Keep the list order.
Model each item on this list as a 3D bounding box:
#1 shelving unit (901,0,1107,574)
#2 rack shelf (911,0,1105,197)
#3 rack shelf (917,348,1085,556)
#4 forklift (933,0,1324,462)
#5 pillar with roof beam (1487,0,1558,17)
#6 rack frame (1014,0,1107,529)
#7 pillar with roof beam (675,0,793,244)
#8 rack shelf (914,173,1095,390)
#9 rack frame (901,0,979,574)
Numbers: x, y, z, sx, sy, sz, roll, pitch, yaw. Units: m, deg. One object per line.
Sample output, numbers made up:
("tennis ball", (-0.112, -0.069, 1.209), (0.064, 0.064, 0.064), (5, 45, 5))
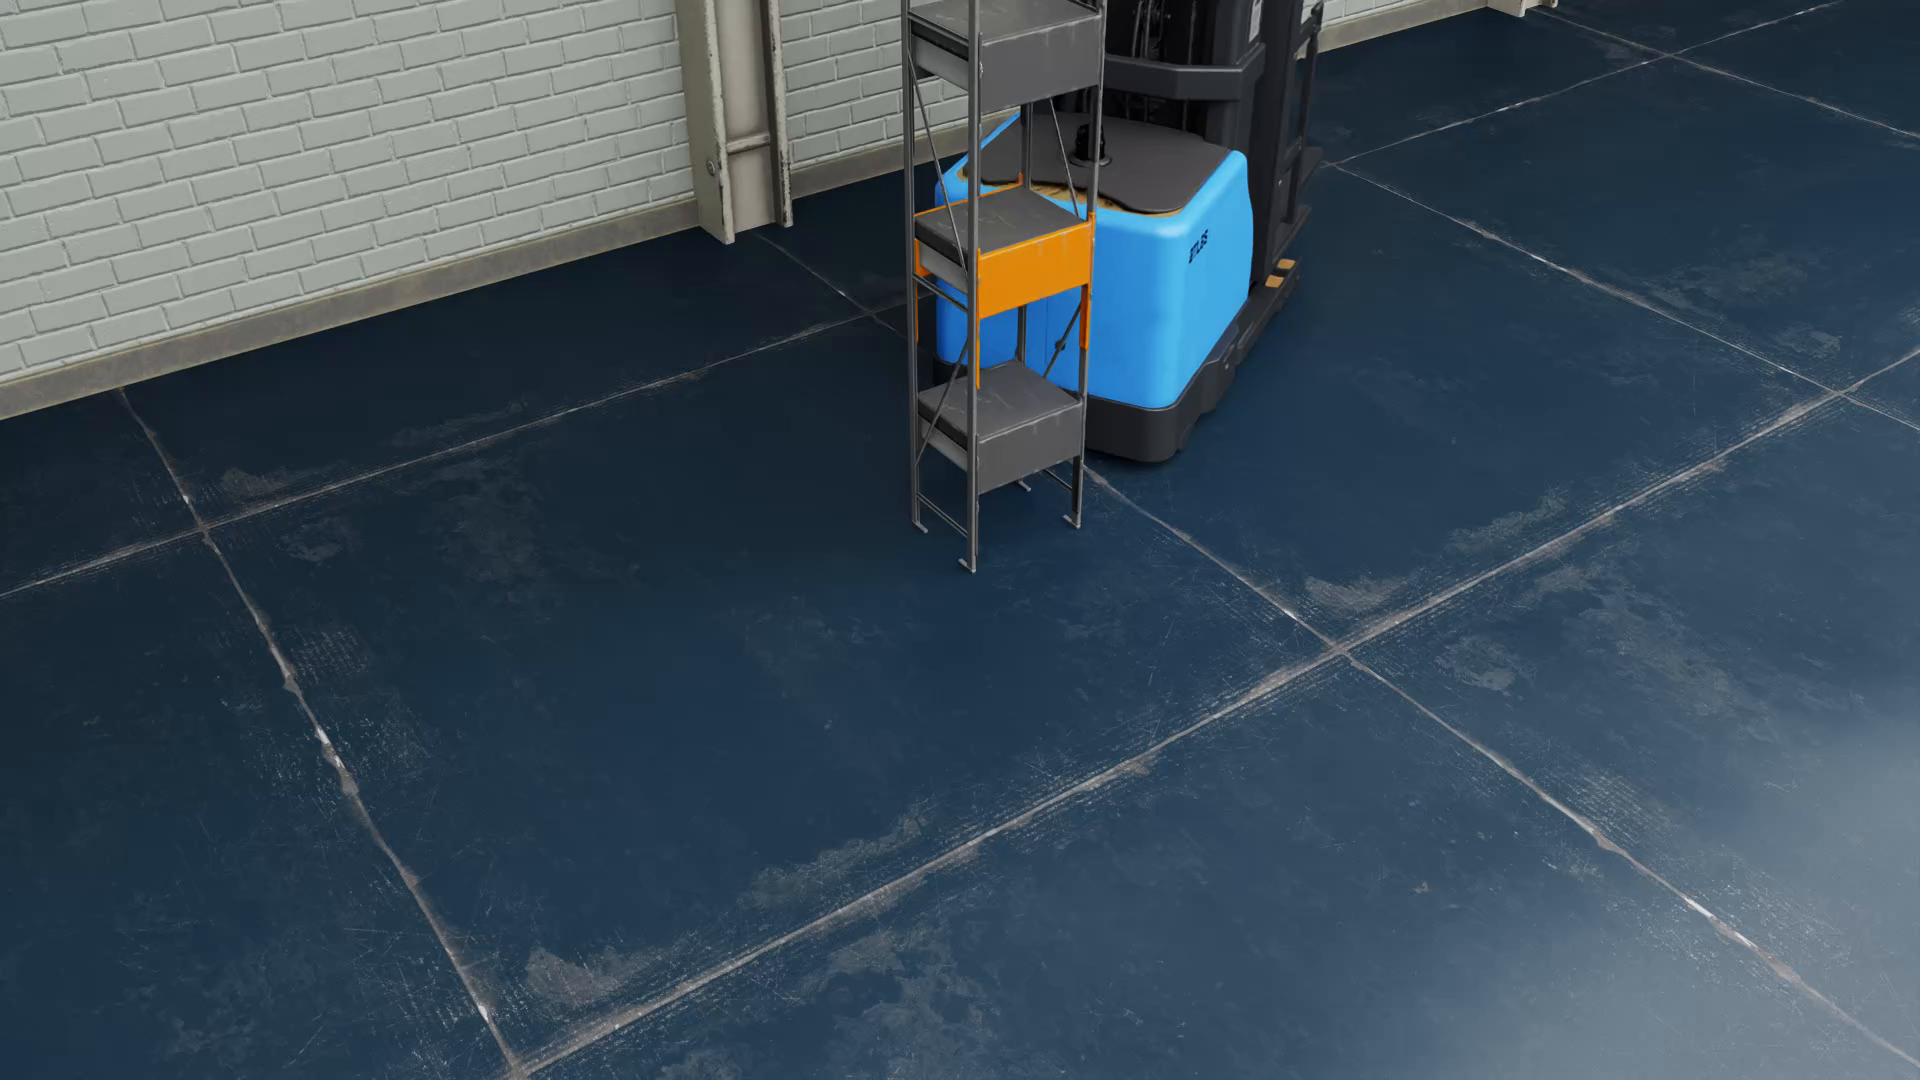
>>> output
("shelving unit", (0.135, -0.908, 5.714), (0.503, 2.100, 0.431), (-22, 41, -28))
("rack shelf", (0.135, -1.465, 5.314), (0.480, 0.518, 0.431), (-22, 41, -28))
("rack shelf", (0.135, -0.329, 6.131), (0.480, 0.518, 0.431), (-22, 41, -28))
("forklift", (0.967, -2.347, 7.002), (1.130, 2.935, 3.031), (15, 38, 20))
("pillar with roof beam", (6.287, -5.231, 5.816), (0.400, 9.000, 9.100), (-22, 41, -28))
("rack frame", (0.335, -0.990, 5.828), (0.015, 2.100, 0.400), (-22, 41, -28))
("pillar with roof beam", (1.383, -3.213, 3.010), (0.400, 9.000, 9.100), (-22, 41, -28))
("rack shelf", (0.135, -0.897, 5.722), (0.480, 0.518, 0.431), (-22, 41, -28))
("rack frame", (-0.064, -0.826, 5.600), (0.015, 2.100, 0.400), (-22, 41, -28))
